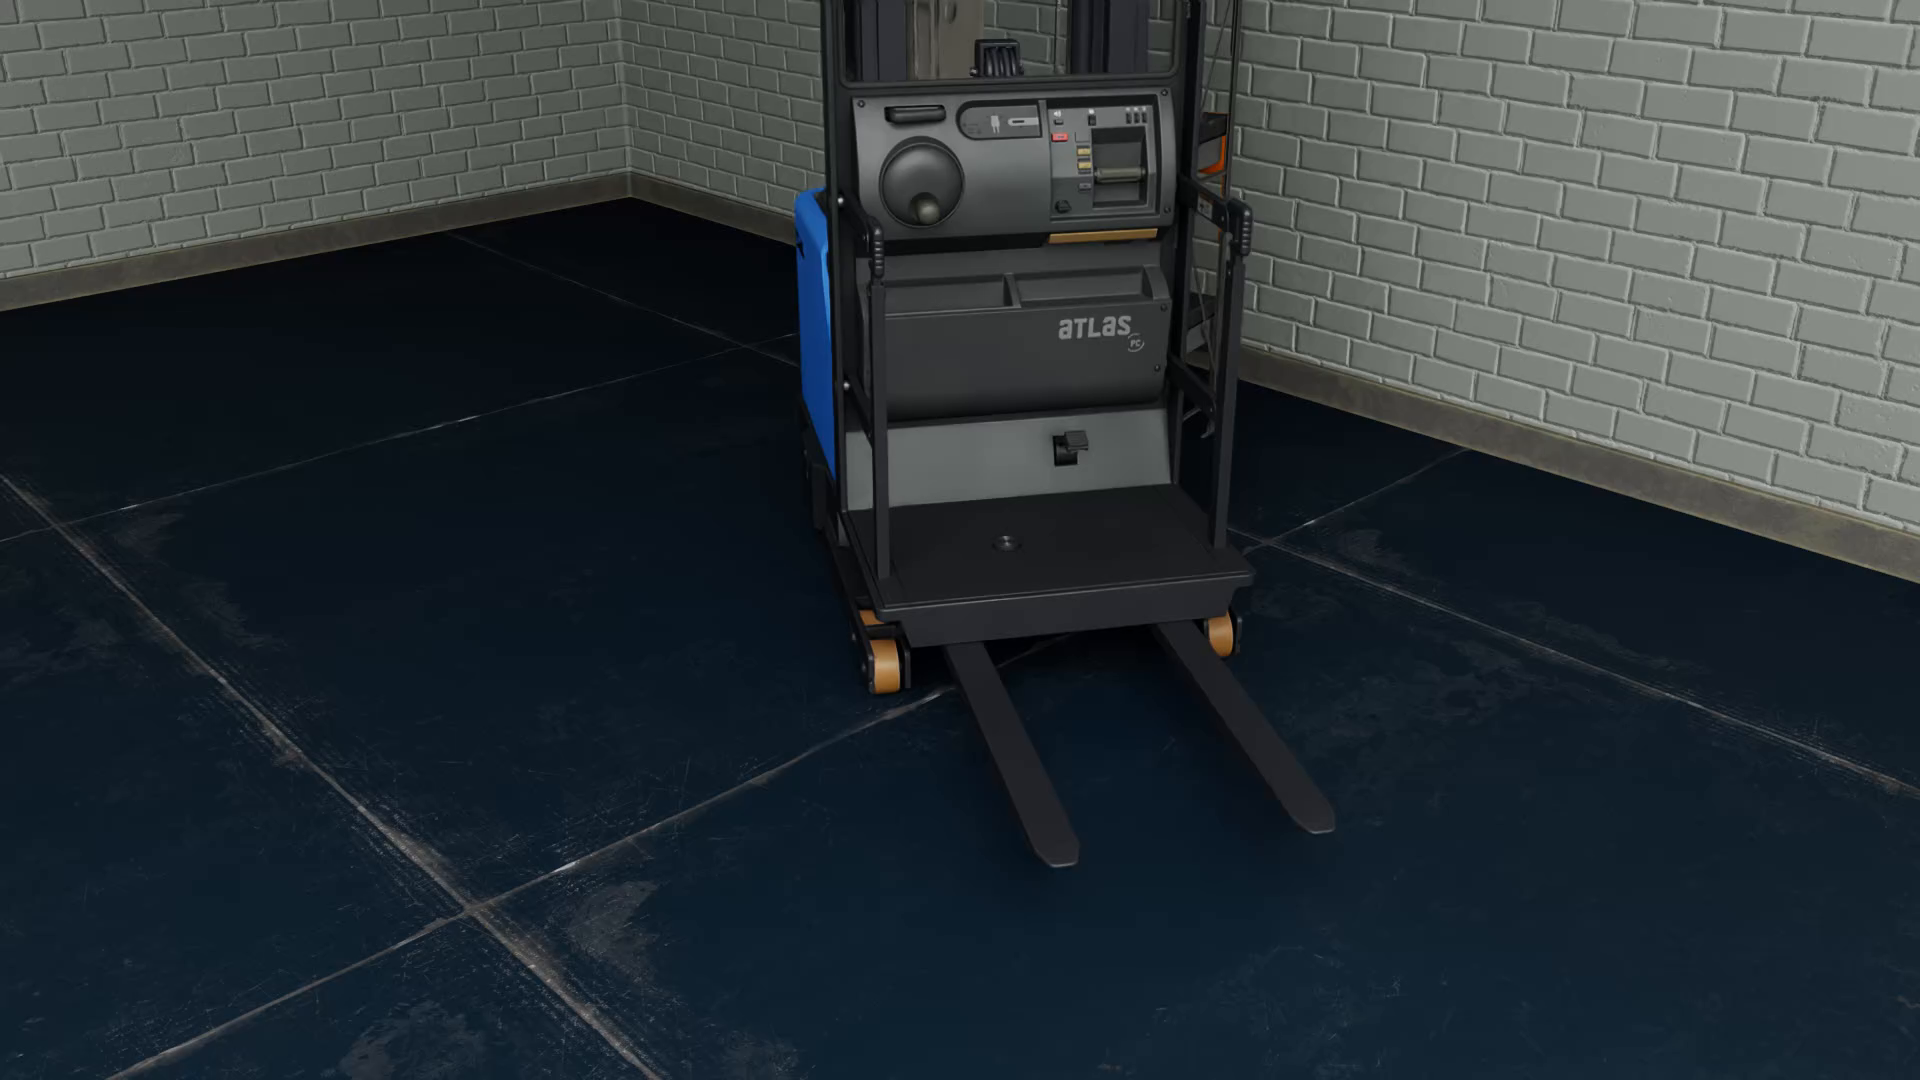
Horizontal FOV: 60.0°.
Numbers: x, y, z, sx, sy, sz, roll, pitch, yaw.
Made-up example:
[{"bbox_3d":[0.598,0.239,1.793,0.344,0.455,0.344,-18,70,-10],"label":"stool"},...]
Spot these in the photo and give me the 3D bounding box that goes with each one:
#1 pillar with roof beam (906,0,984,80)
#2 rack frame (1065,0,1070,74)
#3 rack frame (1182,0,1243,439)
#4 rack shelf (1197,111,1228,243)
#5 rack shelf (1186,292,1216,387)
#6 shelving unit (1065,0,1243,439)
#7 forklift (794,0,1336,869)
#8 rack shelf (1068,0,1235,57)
[{"bbox_3d":[-3.273,-4.107,3.911,9.100,9.000,0.400,-21,32,-38],"label":"pillar with roof beam"},{"bbox_3d":[0.498,-1.433,6.361,0.015,2.100,0.400,15,29,30],"label":"rack frame"},{"bbox_3d":[0.908,-1.323,6.119,0.015,2.100,0.400,15,29,30],"label":"rack frame"},{"bbox_3d":[0.703,-1.365,6.246,0.480,0.518,0.431,15,29,30],"label":"rack shelf"},{"bbox_3d":[0.703,-0.728,6.536,0.480,0.518,0.431,15,29,30],"label":"rack shelf"},{"bbox_3d":[0.703,-1.378,6.240,0.503,2.100,0.431,15,29,30],"label":"shelving unit"},{"bbox_3d":[0.209,-1.058,4.537,1.130,2.935,3.031,-5,25,-11],"label":"forklift"},{"bbox_3d":[0.703,-2.002,5.955,0.480,0.518,0.431,15,29,30],"label":"rack shelf"}]
